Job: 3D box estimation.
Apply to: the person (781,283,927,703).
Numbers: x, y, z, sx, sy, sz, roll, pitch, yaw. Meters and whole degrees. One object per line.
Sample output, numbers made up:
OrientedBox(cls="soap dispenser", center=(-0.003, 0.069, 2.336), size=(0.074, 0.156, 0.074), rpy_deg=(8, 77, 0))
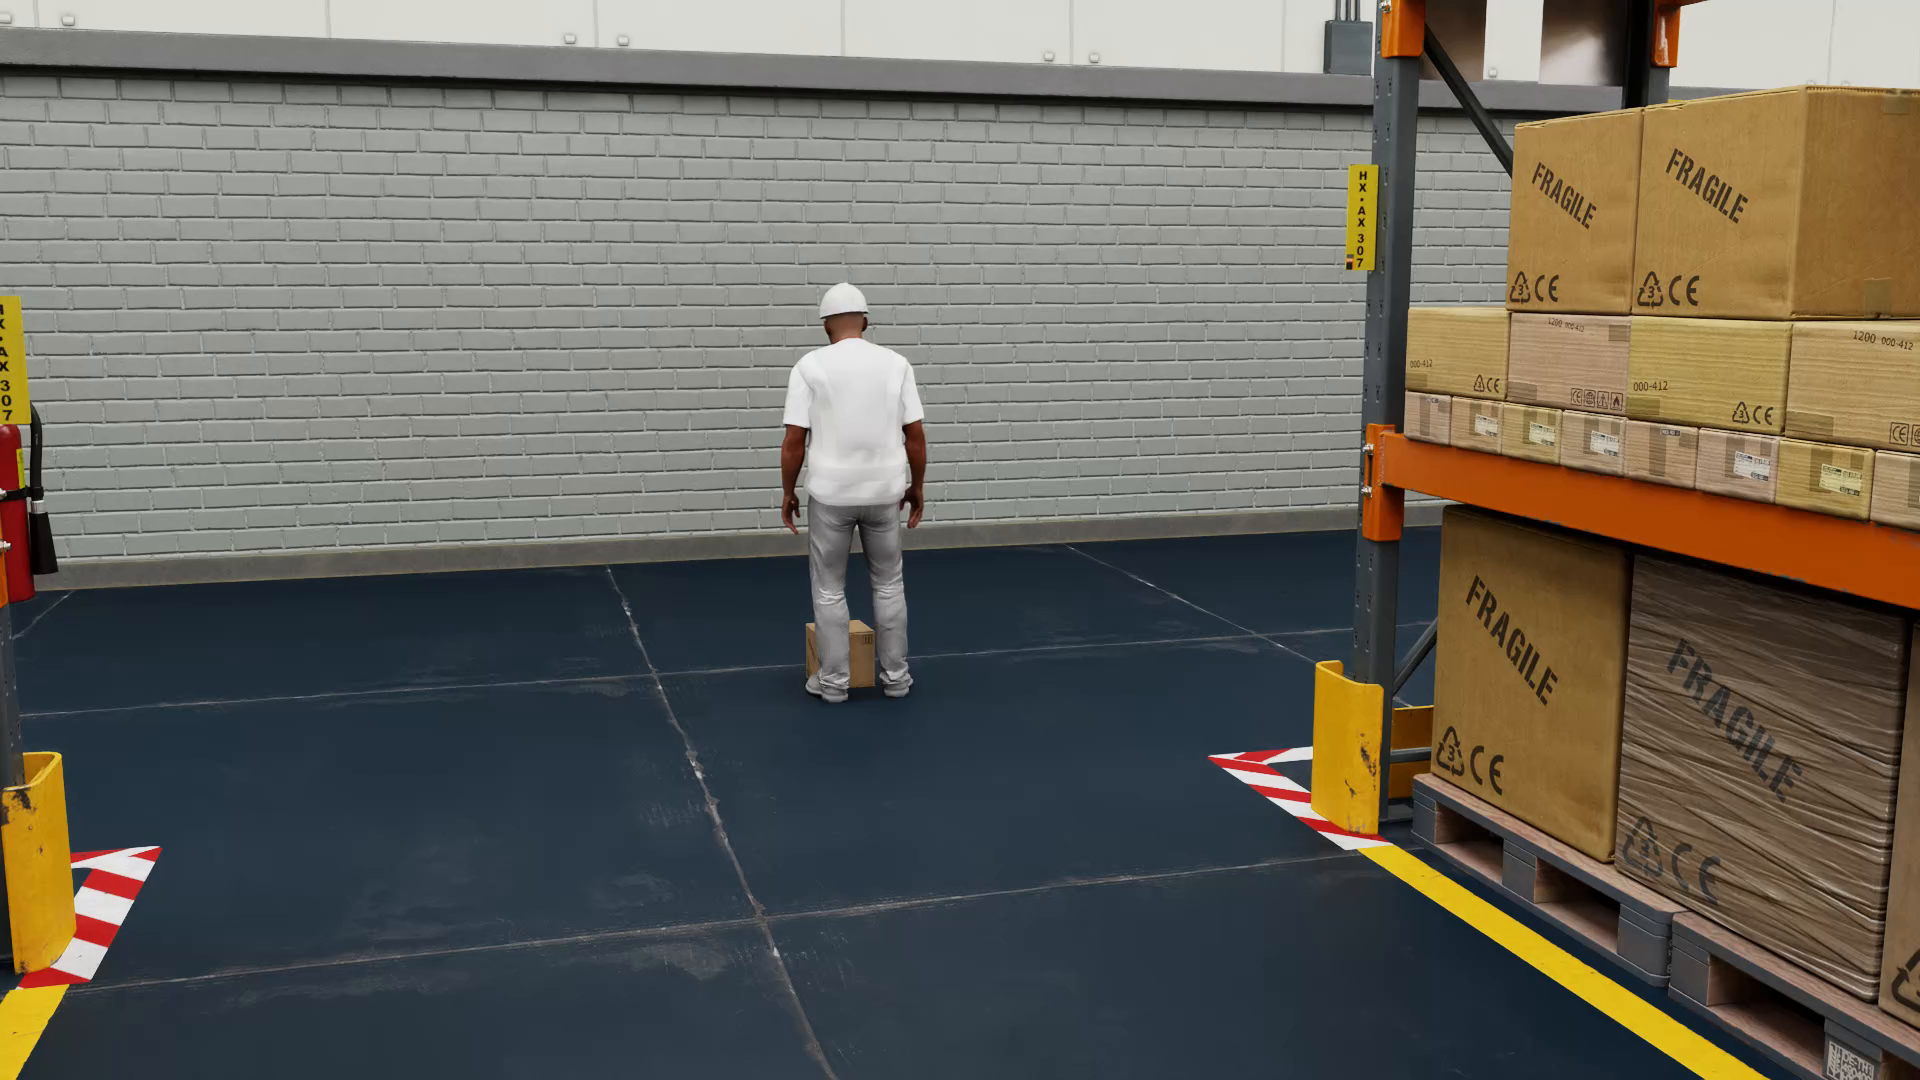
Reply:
OrientedBox(cls="person", center=(-0.451, -0.201, 7.056), size=(0.628, 1.761, 0.458), rpy_deg=(-3, 10, -16))
